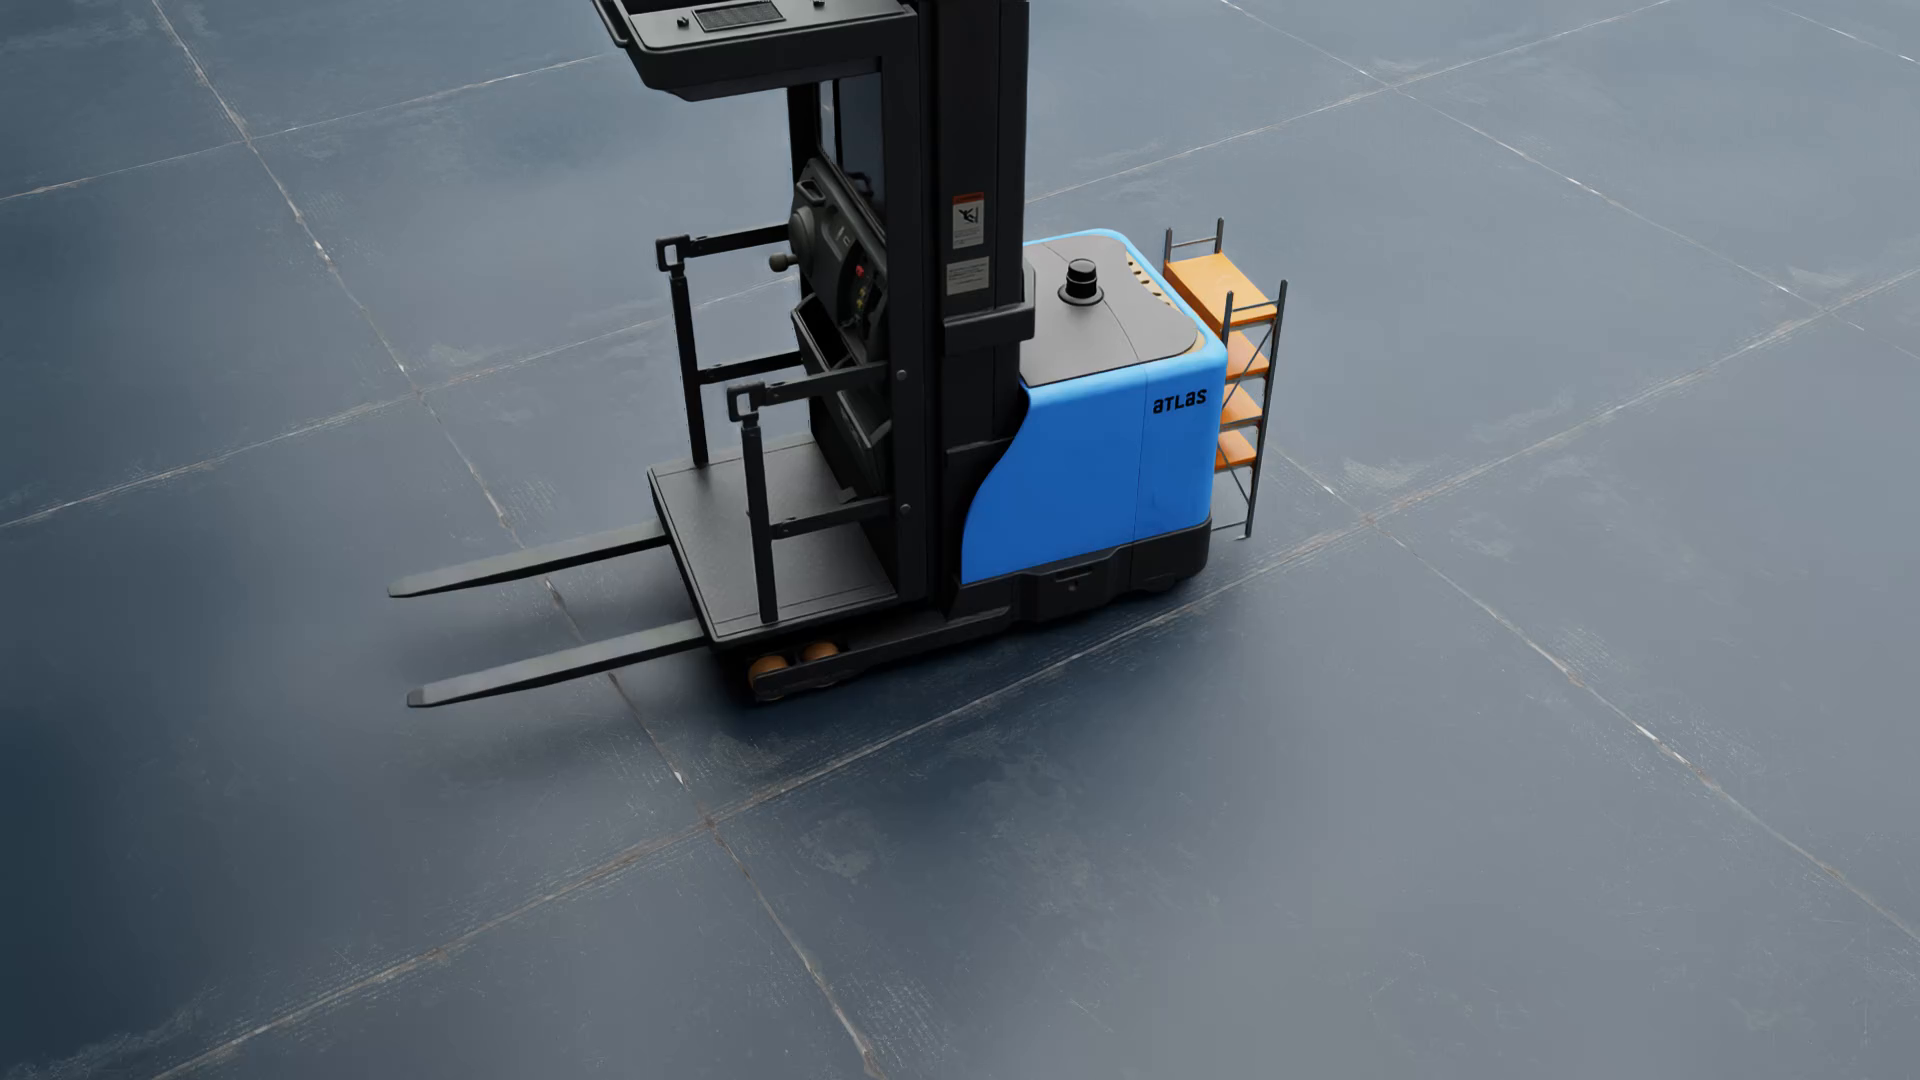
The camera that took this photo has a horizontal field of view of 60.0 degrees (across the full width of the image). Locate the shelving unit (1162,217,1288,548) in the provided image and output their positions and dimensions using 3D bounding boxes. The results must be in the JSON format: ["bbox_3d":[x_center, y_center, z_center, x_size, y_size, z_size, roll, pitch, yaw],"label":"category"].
[{"bbox_3d":[0.981,-0.596,6.528,0.258,1.200,0.503,-14,42,-16],"label":"shelving unit"}]

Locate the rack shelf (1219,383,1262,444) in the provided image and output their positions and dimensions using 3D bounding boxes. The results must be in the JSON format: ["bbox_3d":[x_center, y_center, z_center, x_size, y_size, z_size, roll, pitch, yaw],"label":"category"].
[{"bbox_3d":[0.981,-0.545,6.571,0.258,0.148,0.480,-14,42,-16],"label":"rack shelf"}]

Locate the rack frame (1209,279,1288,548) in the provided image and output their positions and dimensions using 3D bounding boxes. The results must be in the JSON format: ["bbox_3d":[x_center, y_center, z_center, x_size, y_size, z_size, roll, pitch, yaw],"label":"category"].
[{"bbox_3d":[1.068,-0.450,6.353,0.240,1.200,0.015,-14,42,-16],"label":"rack frame"}]

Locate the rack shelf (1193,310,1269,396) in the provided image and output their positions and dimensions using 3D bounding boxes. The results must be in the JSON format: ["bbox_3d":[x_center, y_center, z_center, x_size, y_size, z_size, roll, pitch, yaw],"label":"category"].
[{"bbox_3d":[0.981,-0.717,6.428,0.258,0.148,0.480,-14,42,-16],"label":"rack shelf"}]

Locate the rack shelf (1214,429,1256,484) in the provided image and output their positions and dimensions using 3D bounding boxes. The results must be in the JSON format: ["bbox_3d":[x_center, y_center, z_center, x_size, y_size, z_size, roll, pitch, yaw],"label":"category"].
[{"bbox_3d":[0.981,-0.392,6.698,0.258,0.148,0.480,-14,42,-16],"label":"rack shelf"}]

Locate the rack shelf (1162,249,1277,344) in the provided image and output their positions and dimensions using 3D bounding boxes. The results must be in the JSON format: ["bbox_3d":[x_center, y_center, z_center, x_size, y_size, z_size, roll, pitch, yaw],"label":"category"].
[{"bbox_3d":[0.982,-0.898,6.277,0.258,0.148,0.480,-14,42,-16],"label":"rack shelf"}]

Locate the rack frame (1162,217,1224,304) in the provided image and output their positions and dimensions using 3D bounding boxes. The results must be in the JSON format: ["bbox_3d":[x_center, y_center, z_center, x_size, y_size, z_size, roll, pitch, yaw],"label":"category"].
[{"bbox_3d":[0.894,-0.742,6.703,0.240,1.200,0.015,-14,42,-16],"label":"rack frame"}]

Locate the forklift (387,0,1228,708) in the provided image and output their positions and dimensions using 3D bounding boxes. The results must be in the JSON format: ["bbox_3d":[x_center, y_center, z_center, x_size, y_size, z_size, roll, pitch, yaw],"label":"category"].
[{"bbox_3d":[-0.599,-0.926,5.572,3.031,2.935,1.130,-14,42,-16],"label":"forklift"}]
